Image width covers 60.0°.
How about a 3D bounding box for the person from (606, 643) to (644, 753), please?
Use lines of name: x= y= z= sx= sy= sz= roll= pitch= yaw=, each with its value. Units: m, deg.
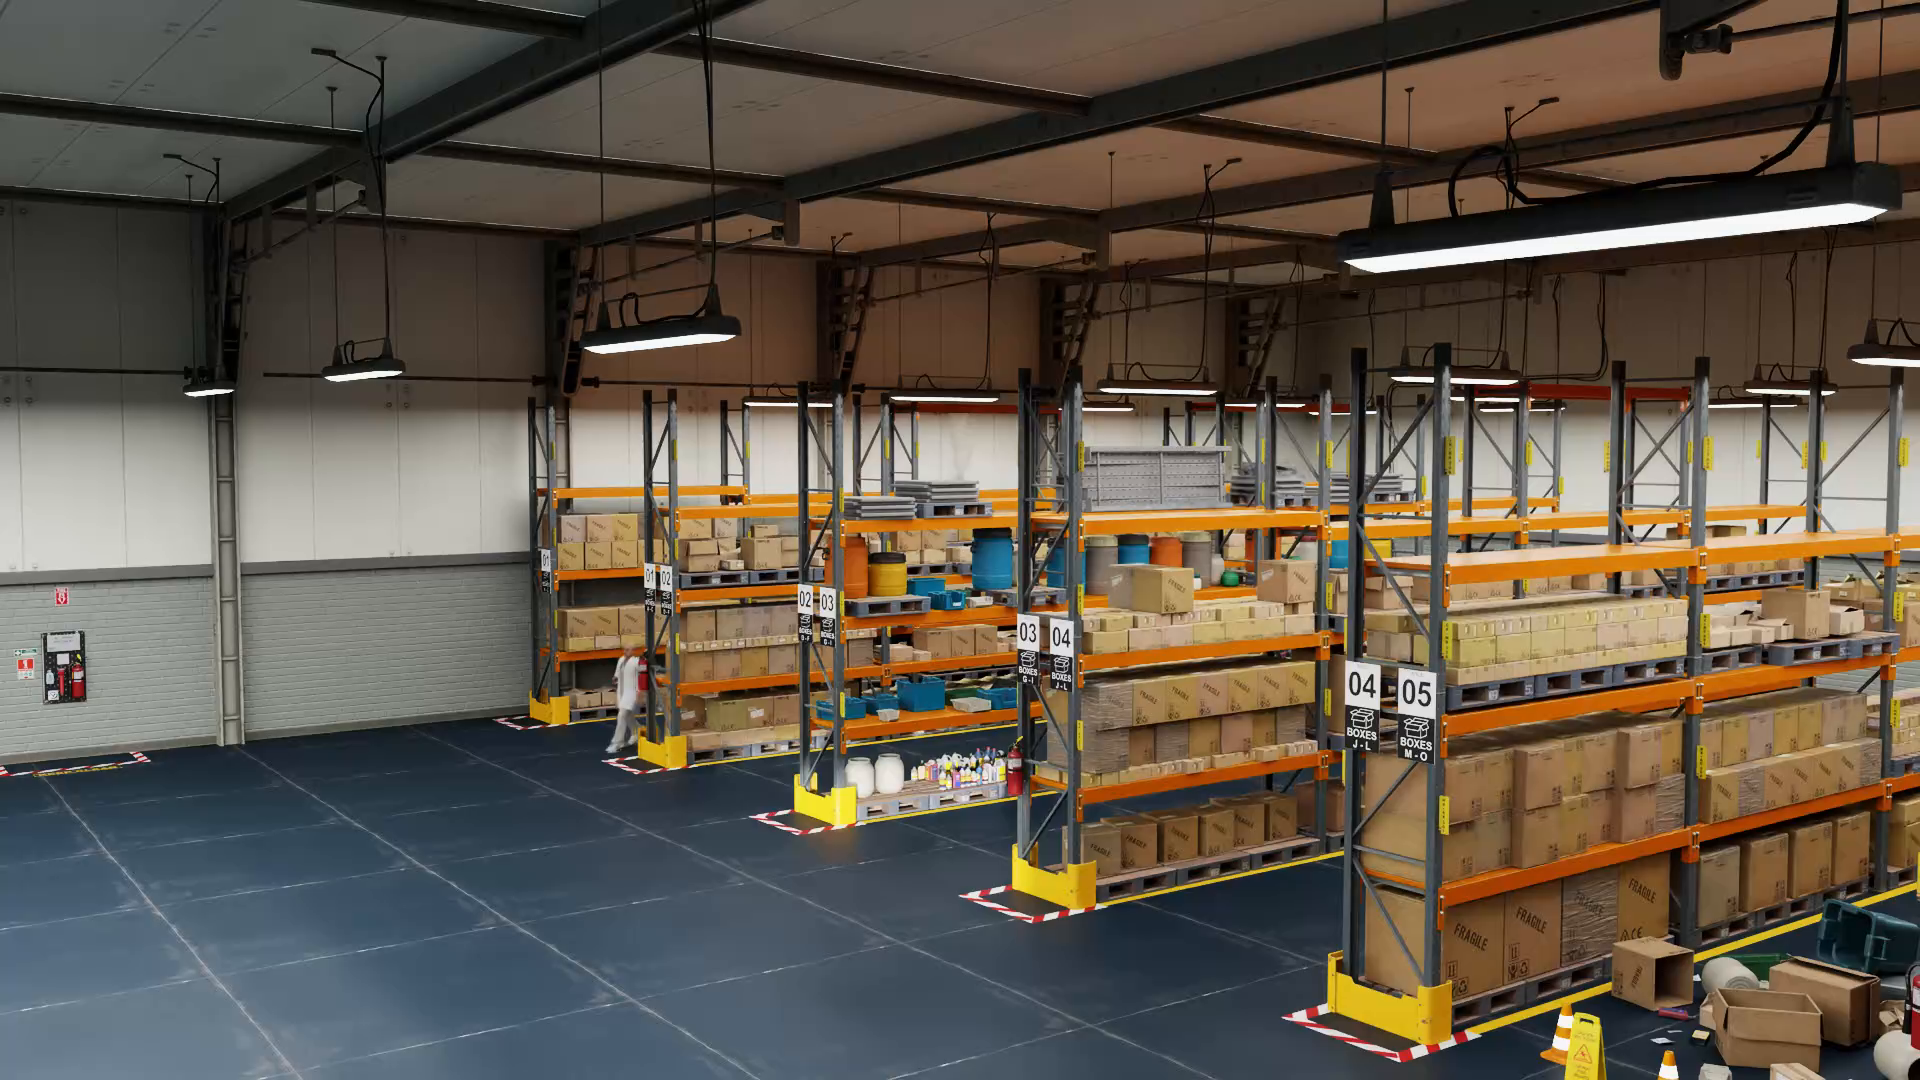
person: x=-5.556 y=2.613 z=27.841 sx=0.742 sy=1.799 sz=0.918 roll=3 pitch=4 yaw=39
